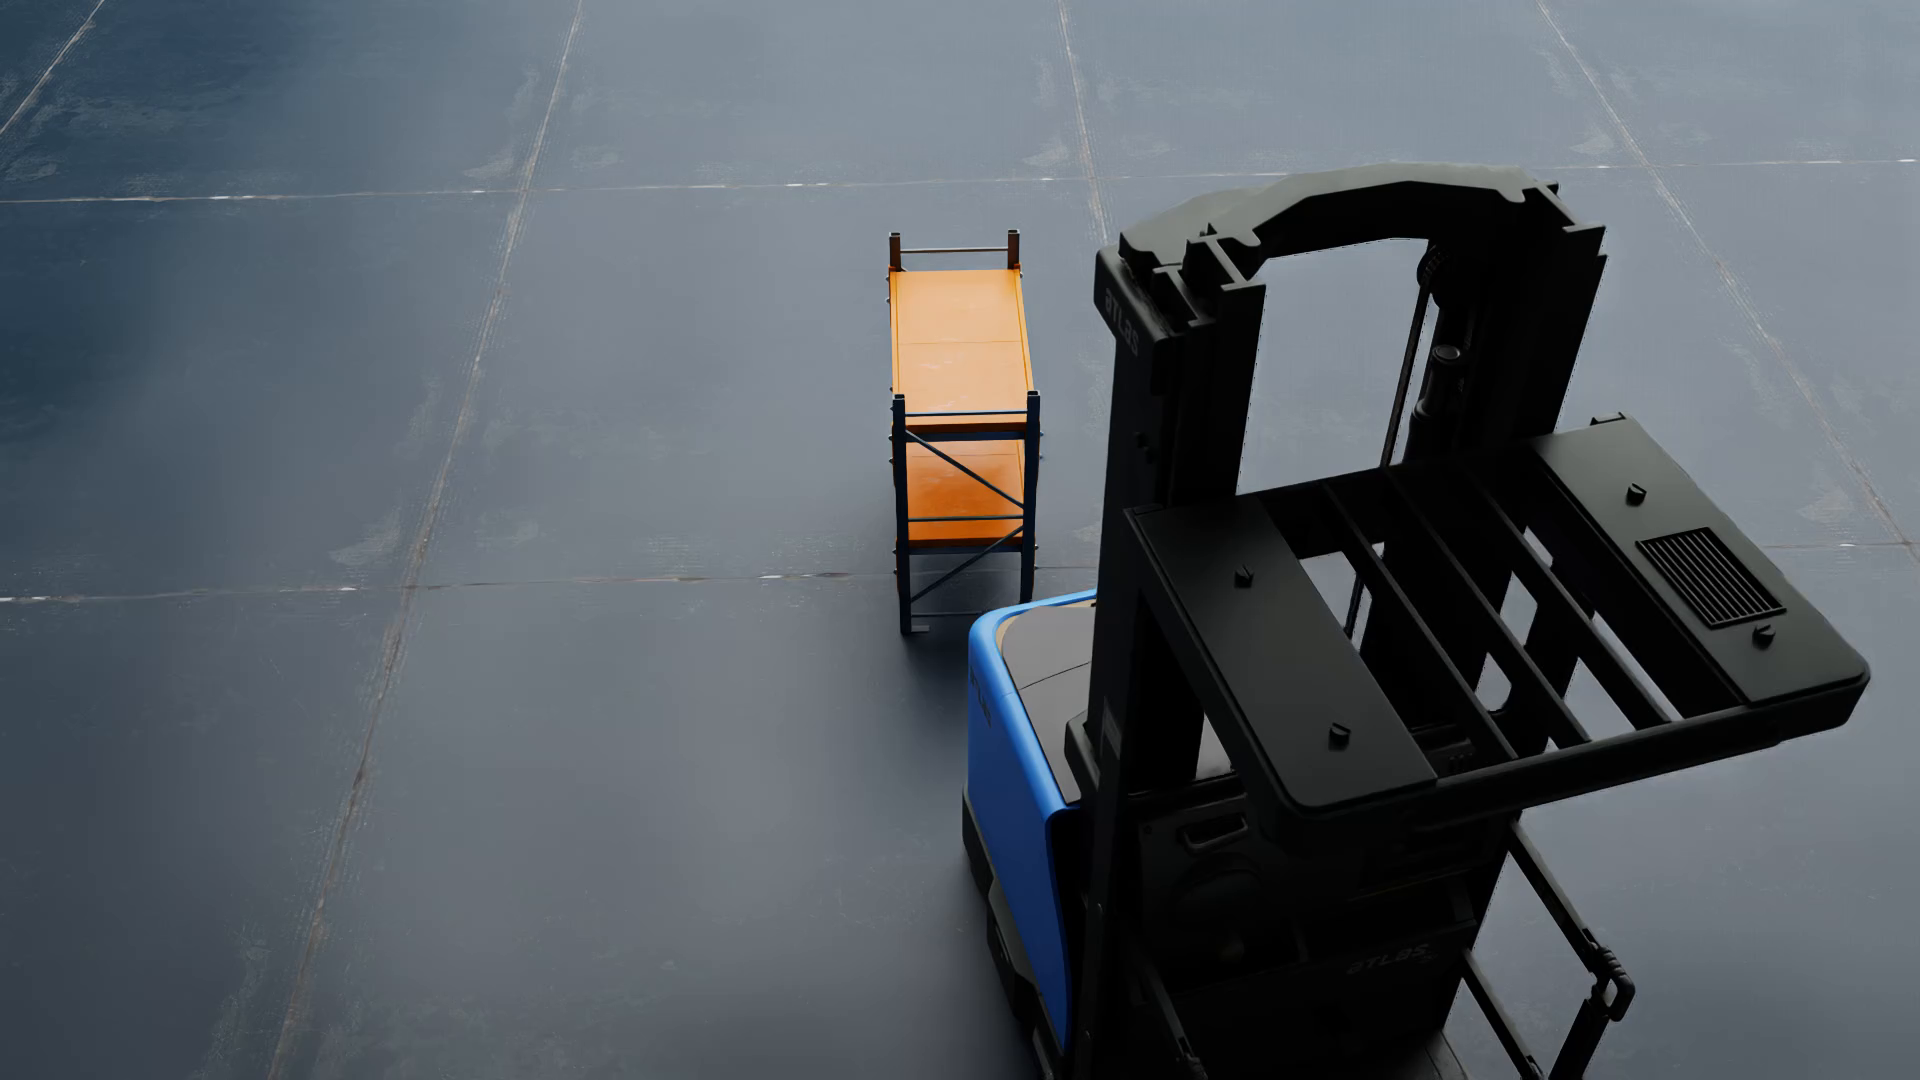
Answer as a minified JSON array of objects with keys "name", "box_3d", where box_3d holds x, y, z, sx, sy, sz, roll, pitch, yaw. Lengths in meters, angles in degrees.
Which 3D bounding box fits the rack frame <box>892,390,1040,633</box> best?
[{"name":"rack frame","box_3d":[0.021,-0.076,6.000,0.500,1.125,0.032,-2,43,-2]}]

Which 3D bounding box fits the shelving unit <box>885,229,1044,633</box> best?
[{"name":"shelving unit","box_3d":[0.000,-0.419,6.375,0.538,1.125,1.048,-2,43,-2]}]

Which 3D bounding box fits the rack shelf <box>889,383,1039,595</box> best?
[{"name":"rack shelf","box_3d":[0.000,-0.239,6.540,0.538,0.278,1.000,-2,43,-2]}]

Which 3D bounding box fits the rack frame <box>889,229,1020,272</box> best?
[{"name":"rack frame","box_3d":[-0.022,-0.762,6.749,0.500,1.125,0.032,-2,43,-2]}]

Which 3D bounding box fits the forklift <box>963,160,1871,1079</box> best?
[{"name":"forklift","box_3d":[0.912,0.796,3.713,1.130,2.935,3.031,-11,44,-12]}]

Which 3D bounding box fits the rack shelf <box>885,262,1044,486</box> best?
[{"name":"rack shelf","box_3d":[0.000,-0.635,6.177,0.538,0.278,1.000,-2,43,-2]}]
